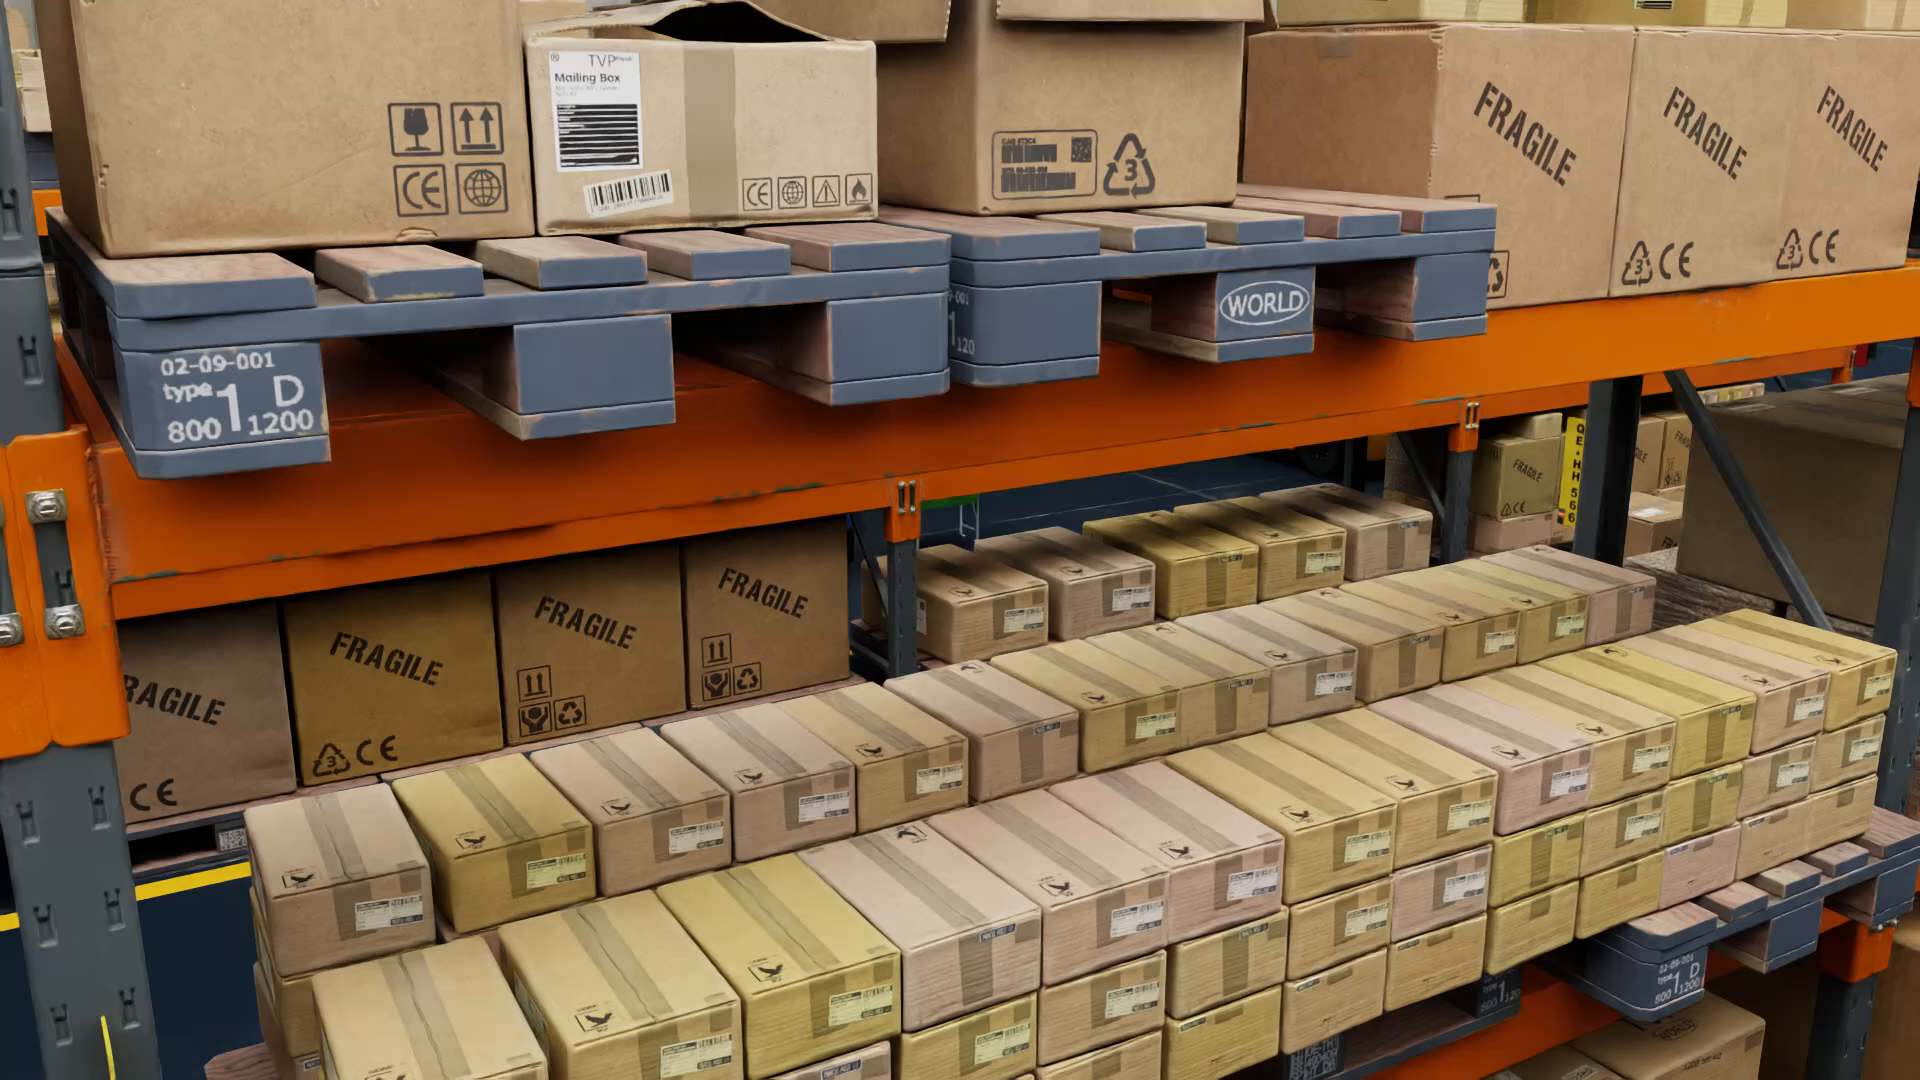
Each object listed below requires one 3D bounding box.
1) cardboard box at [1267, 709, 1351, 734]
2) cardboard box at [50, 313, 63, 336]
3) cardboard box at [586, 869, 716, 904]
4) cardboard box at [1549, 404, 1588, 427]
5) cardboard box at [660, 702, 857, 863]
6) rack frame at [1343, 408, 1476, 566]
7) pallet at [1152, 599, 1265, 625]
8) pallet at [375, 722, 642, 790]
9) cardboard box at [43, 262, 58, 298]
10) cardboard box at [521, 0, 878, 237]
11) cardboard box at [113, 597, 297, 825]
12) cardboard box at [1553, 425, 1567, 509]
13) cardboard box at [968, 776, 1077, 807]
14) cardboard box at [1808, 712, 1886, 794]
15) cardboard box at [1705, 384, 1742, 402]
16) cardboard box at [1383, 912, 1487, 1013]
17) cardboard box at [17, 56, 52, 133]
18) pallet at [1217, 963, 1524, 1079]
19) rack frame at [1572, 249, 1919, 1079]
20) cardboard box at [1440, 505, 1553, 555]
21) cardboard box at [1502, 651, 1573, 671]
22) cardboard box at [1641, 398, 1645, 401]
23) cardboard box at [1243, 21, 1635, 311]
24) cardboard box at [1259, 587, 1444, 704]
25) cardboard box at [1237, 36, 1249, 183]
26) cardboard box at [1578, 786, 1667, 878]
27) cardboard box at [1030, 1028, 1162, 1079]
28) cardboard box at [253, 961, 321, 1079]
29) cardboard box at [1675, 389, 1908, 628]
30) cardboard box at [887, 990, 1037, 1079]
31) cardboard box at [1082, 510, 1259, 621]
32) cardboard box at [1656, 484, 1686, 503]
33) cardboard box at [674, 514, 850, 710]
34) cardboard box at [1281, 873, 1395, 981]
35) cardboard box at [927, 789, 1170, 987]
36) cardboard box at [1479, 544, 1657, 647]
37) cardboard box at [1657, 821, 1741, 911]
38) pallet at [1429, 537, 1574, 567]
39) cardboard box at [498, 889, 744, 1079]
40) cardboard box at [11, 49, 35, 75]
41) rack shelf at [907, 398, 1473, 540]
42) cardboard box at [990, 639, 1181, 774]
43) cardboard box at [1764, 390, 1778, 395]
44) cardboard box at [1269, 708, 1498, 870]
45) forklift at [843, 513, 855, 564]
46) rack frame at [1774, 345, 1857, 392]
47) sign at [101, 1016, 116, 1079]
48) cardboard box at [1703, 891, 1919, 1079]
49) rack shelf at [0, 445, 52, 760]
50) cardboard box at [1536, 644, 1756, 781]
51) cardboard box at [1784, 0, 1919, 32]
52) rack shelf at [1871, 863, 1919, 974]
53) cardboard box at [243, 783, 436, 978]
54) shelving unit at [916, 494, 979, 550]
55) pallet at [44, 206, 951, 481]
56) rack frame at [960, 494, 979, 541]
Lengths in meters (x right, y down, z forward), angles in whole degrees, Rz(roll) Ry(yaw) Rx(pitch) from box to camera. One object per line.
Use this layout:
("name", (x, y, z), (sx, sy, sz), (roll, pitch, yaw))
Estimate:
("cardboard box", (0.701, 0.432, 3.947), (0.250, 0.149, 0.380), (-9, 18, -30))
("cardboard box", (-3.432, -0.609, 6.488), (0.500, 0.500, 0.500), (-9, 18, -29))
("cardboard box", (-0.642, 0.650, 3.170), (0.250, 0.149, 0.380), (-8, 18, -27))
("cardboard box", (4.123, -0.844, 11.087), (0.250, 0.149, 0.380), (-8, 18, -28))
("cardboard box", (-0.400, 0.468, 3.268), (0.250, 0.149, 0.380), (-9, 18, -30))
("rack frame", (2.900, -1.197, 10.623), (0.127, 3.000, 1.000), (-9, 18, -30))
("pallet", (1.187, 0.425, 10.003), (1.213, 0.211, 1.003), (-9, 18, -30))
("pallet", (-2.288, 0.962, 8.086), (1.213, 0.211, 1.003), (-9, 18, -30))
("cardboard box", (-5.987, -1.499, 10.736), (0.500, 0.500, 0.700), (-9, 18, -28))
("cardboard box", (-0.459, -0.631, 2.433), (0.500, 0.311, 0.500), (-10, 18, -30))
("cardboard box", (-3.467, 0.631, 7.259), (0.875, 0.875, 0.875), (-9, 18, -28))
("cardboard box", (3.998, -0.533, 11.181), (0.500, 0.500, 0.500), (-8, 18, -27))
("cardboard box", (0.046, 0.537, 3.574), (0.250, 0.149, 0.380), (-9, 18, -29))
("cardboard box", (1.919, 0.440, 3.920), (0.250, 0.149, 0.380), (-9, 18, -29))
("cardboard box", (5.280, -1.032, 11.760), (0.250, 0.149, 0.380), (-9, 18, -29))
("cardboard box", (0.819, 0.761, 3.325), (0.250, 0.149, 0.380), (-9, 18, -28))
("cardboard box", (-3.348, -1.655, 6.171), (0.258, 0.266, 0.396), (-9, 18, -30))
("pallet", (0.432, 0.867, 3.614), (1.213, 0.211, 1.003), (-9, 18, -30))
("rack frame", (2.108, 0.490, 4.603), (0.127, 3.000, 1.000), (-9, 18, -30))
("cardboard box", (3.545, -0.095, 11.007), (0.500, 0.250, 0.500), (-10, 19, -32))
("cardboard box", (1.358, 0.325, 4.330), (0.250, 0.149, 0.380), (-8, 18, -27))
("cardboard box", (4.595, -0.799, 12.130), (0.500, 0.500, 0.500), (-9, 18, -29))
("cardboard box", (0.896, -0.723, 3.189), (0.500, 0.500, 0.500), (-9, 18, -30))
("cardboard box", (0.943, 0.250, 4.047), (0.250, 0.149, 0.380), (-10, 19, -32))
("cardboard box", (0.630, -0.843, 3.616), (0.500, 0.500, 0.500), (-9, 18, -30))
("cardboard box", (1.252, 0.549, 3.530), (0.250, 0.149, 0.380), (-9, 18, -30))
("cardboard box", (0.138, 0.873, 2.926), (0.250, 0.149, 0.380), (-10, 19, -32))
("cardboard box", (-1.083, 0.864, 2.957), (0.250, 0.149, 0.380), (-10, 18, -31))
("cardboard box", (2.498, -0.099, 4.669), (0.500, 0.500, 0.700), (-9, 18, -30))
("cardboard box", (-0.082, 0.765, 2.761), (0.250, 0.149, 0.380), (-10, 19, -32))
("cardboard box", (1.243, 0.137, 9.953), (0.625, 0.372, 0.950), (-9, 18, -28))
("cardboard box", (4.881, -0.312, 11.783), (0.500, 0.250, 0.500), (-10, 18, -32))
("cardboard box", (-1.163, 0.257, 8.595), (0.875, 0.875, 0.875), (-9, 18, -30))
("cardboard box", (0.593, 0.656, 3.150), (0.250, 0.149, 0.380), (-10, 18, -31))
("cardboard box", (0.145, 0.585, 2.850), (0.250, 0.149, 0.380), (-9, 18, -30))
("cardboard box", (1.608, 0.143, 4.429), (0.250, 0.149, 0.380), (-9, 18, -30))
("cardboard box", (1.487, 0.654, 3.707), (0.250, 0.149, 0.380), (-9, 18, -29))
("pallet", (3.458, 0.044, 11.361), (1.213, 0.211, 1.003), (-9, 18, -30))
("cardboard box", (-0.511, 0.690, 2.476), (0.250, 0.149, 0.380), (-9, 18, -28))
("cardboard box", (-5.843, -2.943, 10.246), (0.250, 0.149, 0.380), (-9, 18, -29))
("rack shelf", (1.186, -0.573, 9.728), (4.000, 0.370, 1.077), (-9, 18, -30))
("cardboard box", (0.270, 0.359, 3.657), (0.250, 0.149, 0.380), (-10, 18, -30))
("cardboard box", (5.777, -0.821, 12.207), (0.500, 0.500, 0.500), (-9, 18, -29))
("cardboard box", (0.814, 0.476, 3.240), (0.250, 0.149, 0.380), (-8, 18, -27))
("forklift", (-2.277, -1.170, 10.655), (3.031, 2.935, 1.130), (-6, 17, -21))
("rack frame", (6.329, -1.753, 12.606), (0.127, 3.000, 1.000), (-9, 18, -30))
("sign", (-1.035, 0.754, 2.059), (0.005, 0.325, 0.100), (-9, 18, -30))
("cardboard box", (2.676, 1.307, 5.078), (0.750, 0.750, 1.050), (-9, 18, -30))
("rack shelf", (-3.035, 0.226, 1.320), (4.000, 0.370, 1.077), (-9, 18, -30))
("cardboard box", (1.483, 0.368, 3.626), (0.250, 0.149, 0.380), (-9, 18, -28))
("cardboard box", (1.895, -1.254, 3.667), (0.258, 0.266, 0.396), (-9, 18, -30))
("rack shelf", (3.822, 0.559, 5.692), (4.000, 0.370, 1.077), (-9, 18, -30))
("cardboard box", (-1.078, 0.578, 2.877), (0.250, 0.149, 0.380), (-8, 18, -27))
("shelving unit", (-0.142, -0.555, 11.666), (0.503, 1.200, 0.258), (-9, 18, -30))
("pallet", (-0.737, -0.369, 2.459), (1.003, 0.211, 1.213), (-9, 18, -30))
("rack frame", (0.067, -0.589, 11.787), (0.015, 1.200, 0.240), (-9, 18, -30))
